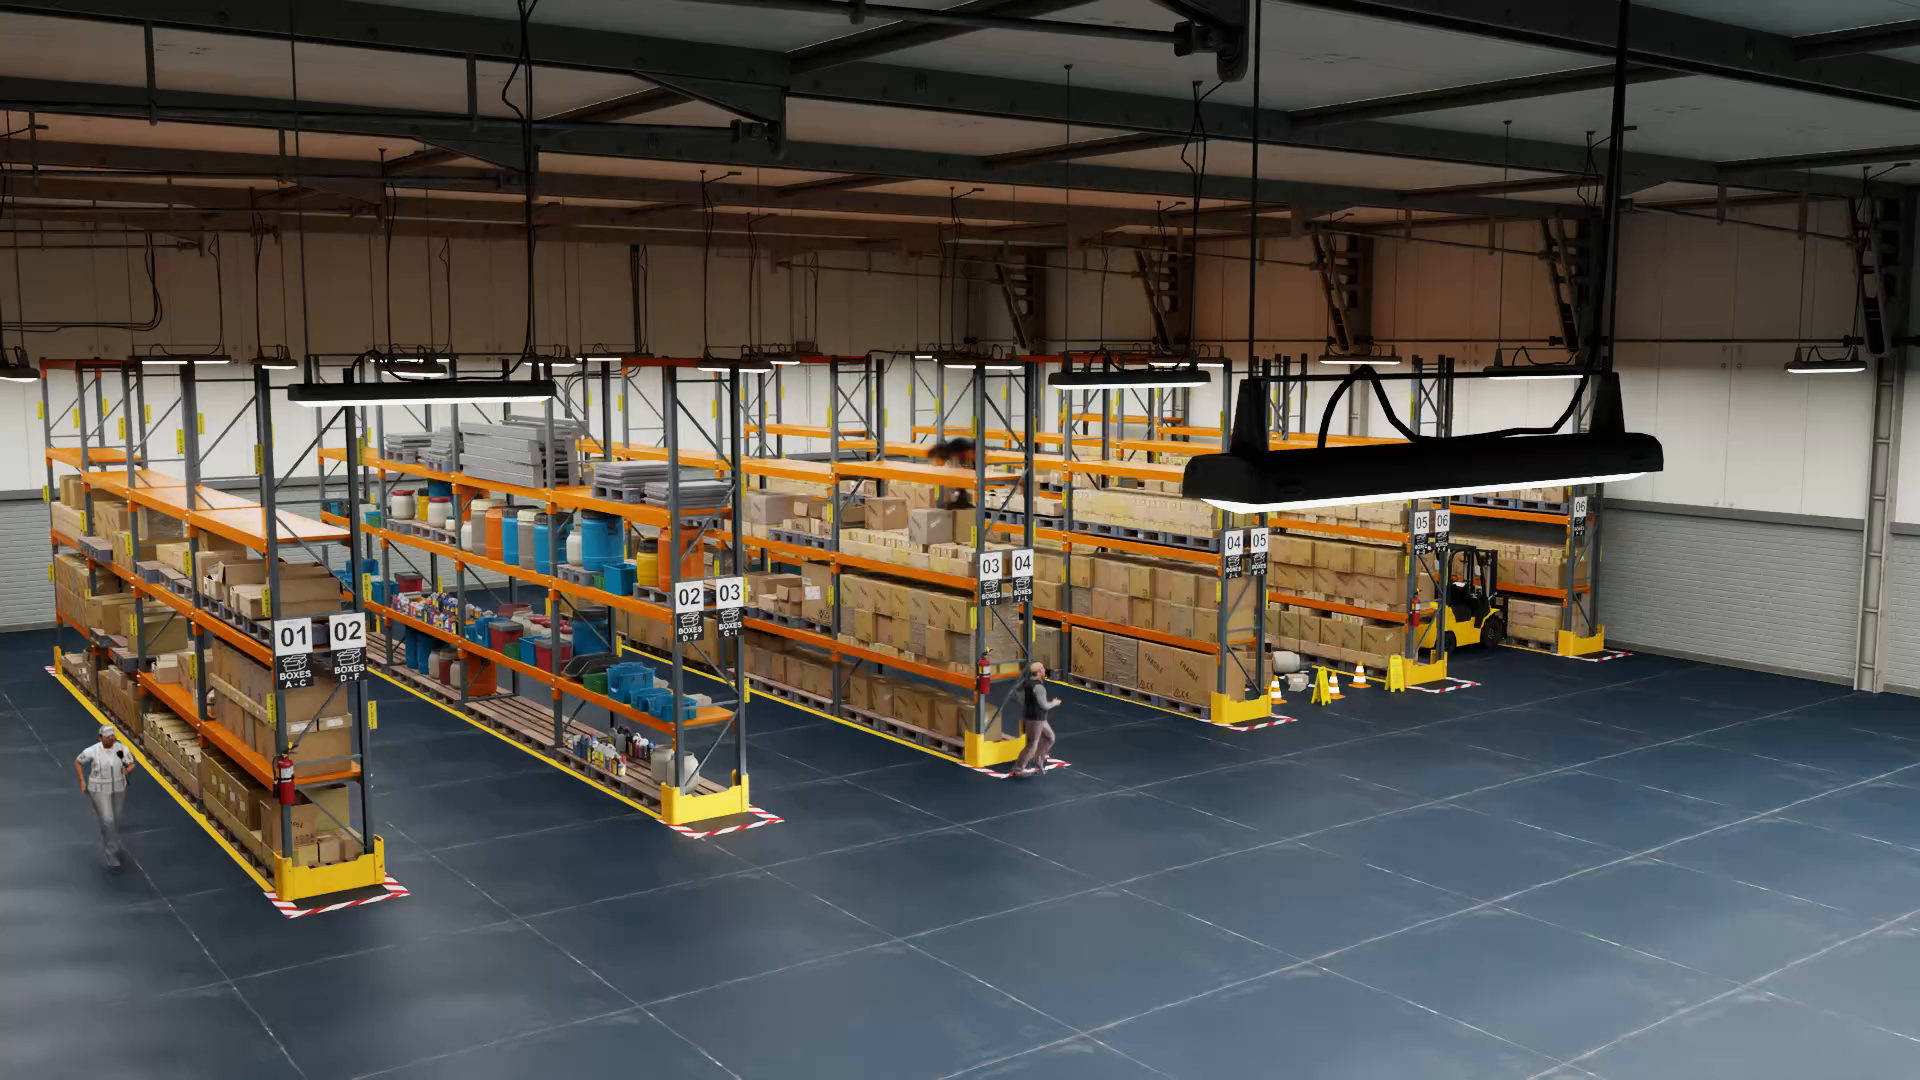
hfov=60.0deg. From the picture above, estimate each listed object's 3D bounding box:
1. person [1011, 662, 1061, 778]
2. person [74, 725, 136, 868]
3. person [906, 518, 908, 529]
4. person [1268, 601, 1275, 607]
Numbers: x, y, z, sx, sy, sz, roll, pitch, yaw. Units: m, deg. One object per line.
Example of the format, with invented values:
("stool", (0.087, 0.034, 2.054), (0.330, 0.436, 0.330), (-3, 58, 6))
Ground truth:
("person", (1.108, 2.613, 23.981), (0.721, 1.732, 0.602), (-1, 7, -8))
("person", (-10.357, 3.070, 20.227), (0.812, 1.693, 0.593), (6, 9, 42))
("person", (-1.263, 0.187, 44.656), (0.925, 1.583, 0.473), (-3, 8, -26))
("person", (6.942, 1.204, 35.949), (0.574, 1.660, 0.955), (-6, 9, -40))
